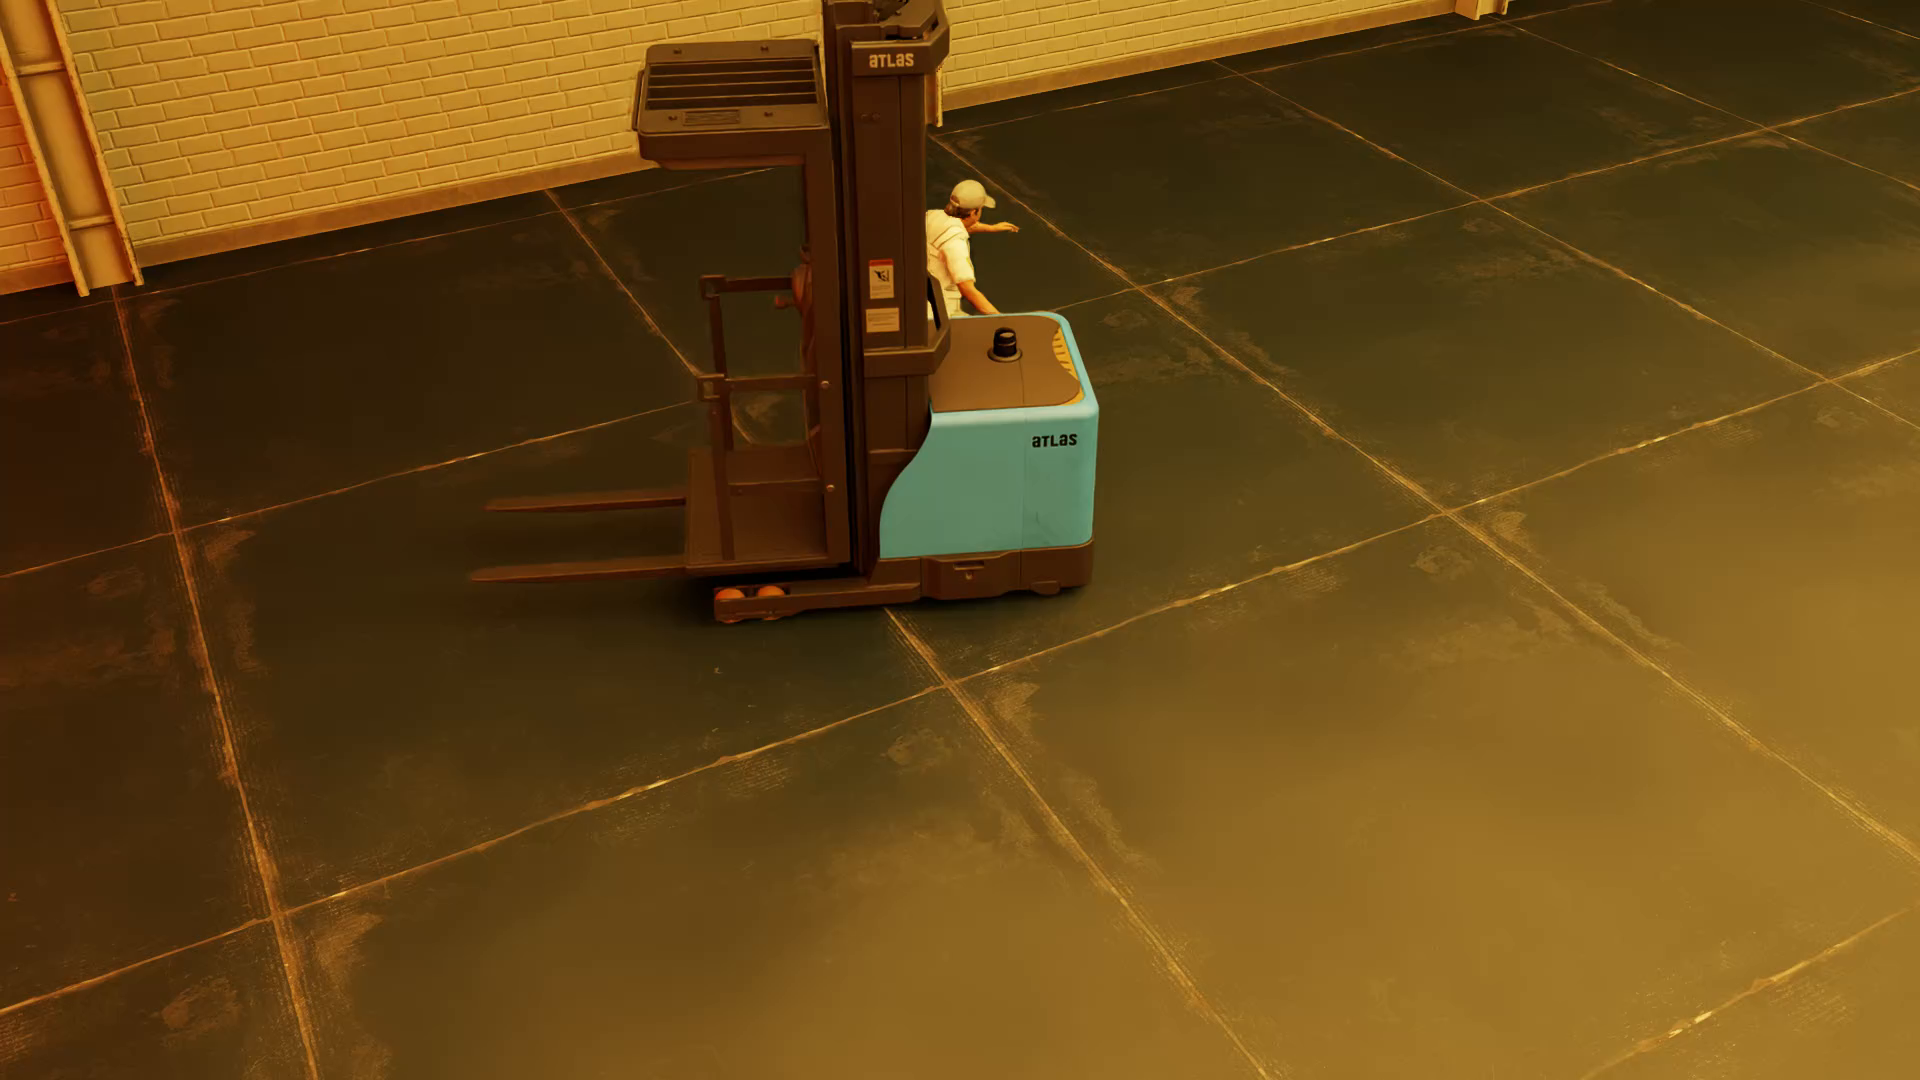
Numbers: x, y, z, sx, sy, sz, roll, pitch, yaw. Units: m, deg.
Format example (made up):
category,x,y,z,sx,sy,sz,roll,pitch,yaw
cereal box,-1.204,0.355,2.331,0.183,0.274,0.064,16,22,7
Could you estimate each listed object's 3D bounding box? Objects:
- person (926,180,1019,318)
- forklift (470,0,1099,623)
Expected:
category,x,y,z,sx,sy,sz,roll,pitch,yaw
person,0.104,-1.248,9.218,0.912,1.433,1.127,-17,39,-22
forklift,-0.893,-1.116,7.702,3.031,2.935,1.130,-4,35,-5
